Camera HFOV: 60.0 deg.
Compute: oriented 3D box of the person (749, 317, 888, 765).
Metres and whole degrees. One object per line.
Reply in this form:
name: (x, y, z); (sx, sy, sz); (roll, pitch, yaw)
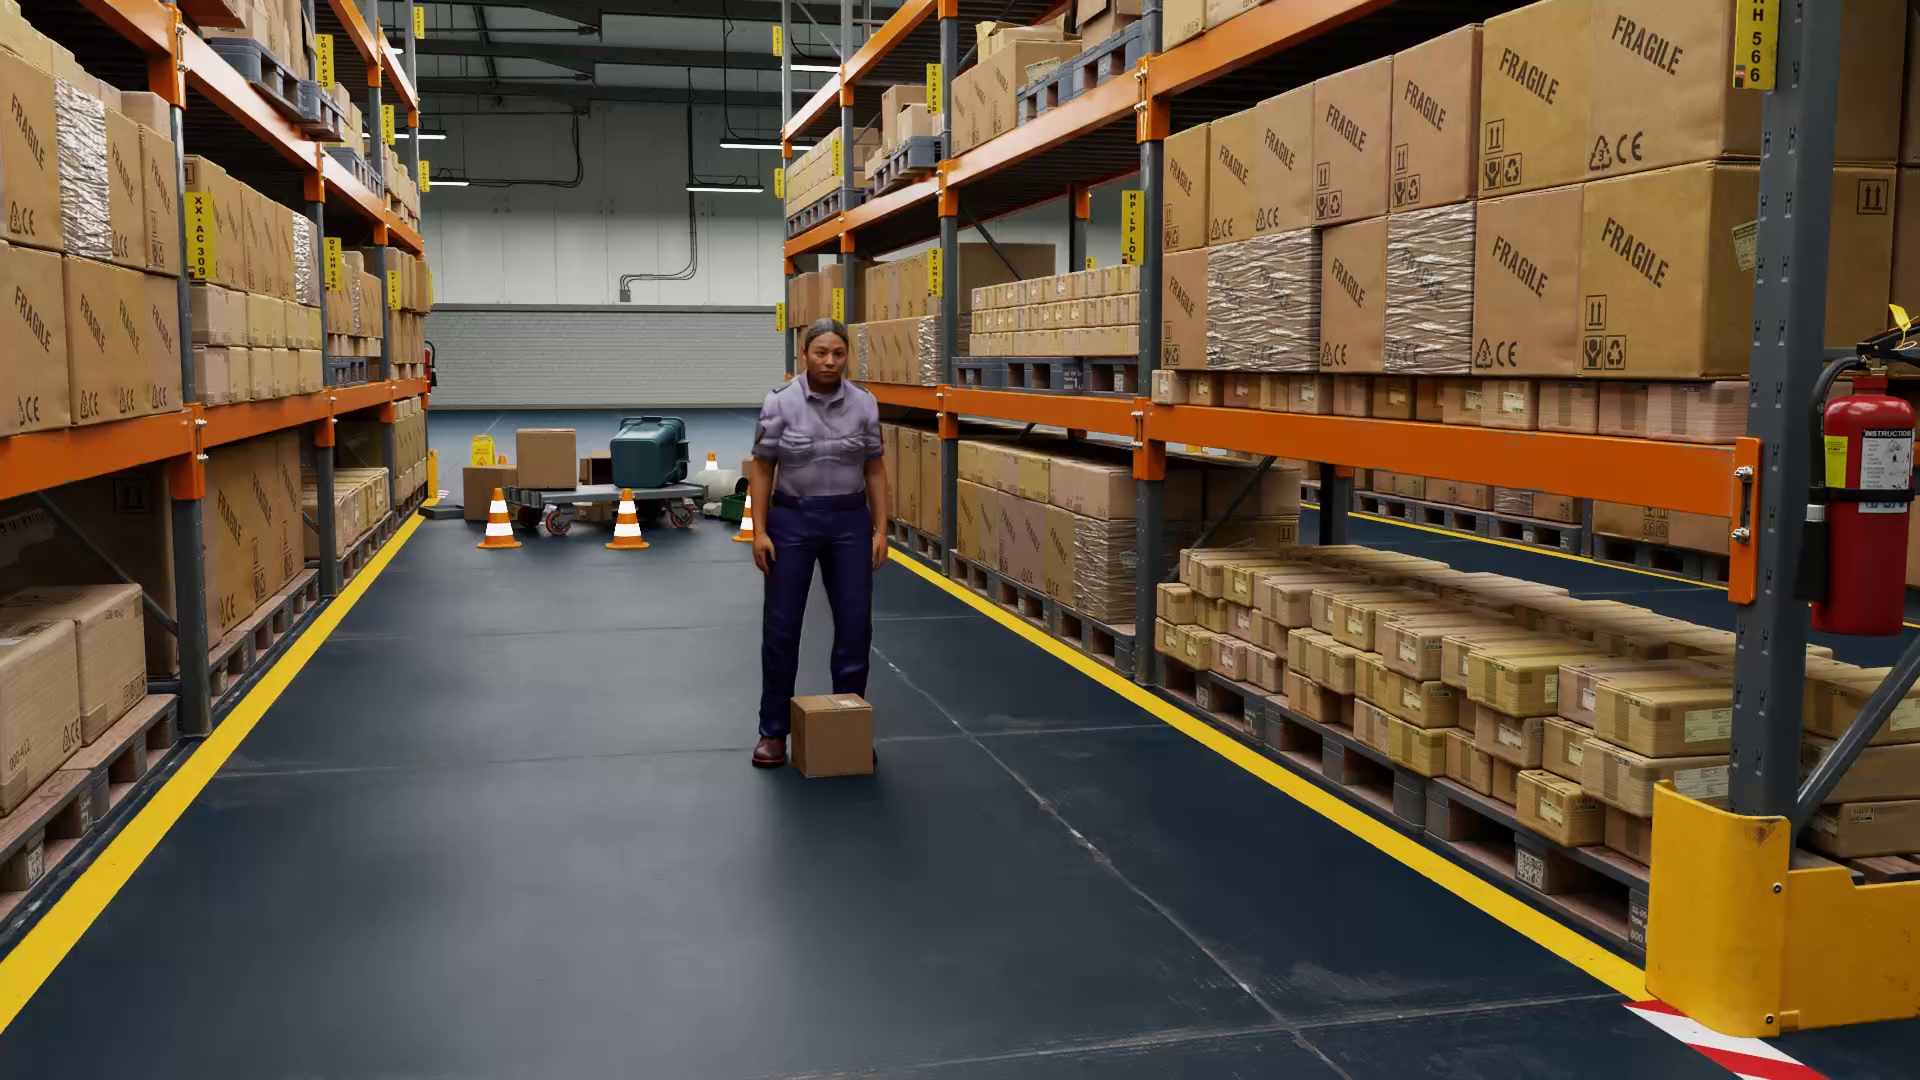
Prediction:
person: (-0.528, 0.005, 6.238); (0.545, 1.637, 0.414); (-2, 6, -14)
